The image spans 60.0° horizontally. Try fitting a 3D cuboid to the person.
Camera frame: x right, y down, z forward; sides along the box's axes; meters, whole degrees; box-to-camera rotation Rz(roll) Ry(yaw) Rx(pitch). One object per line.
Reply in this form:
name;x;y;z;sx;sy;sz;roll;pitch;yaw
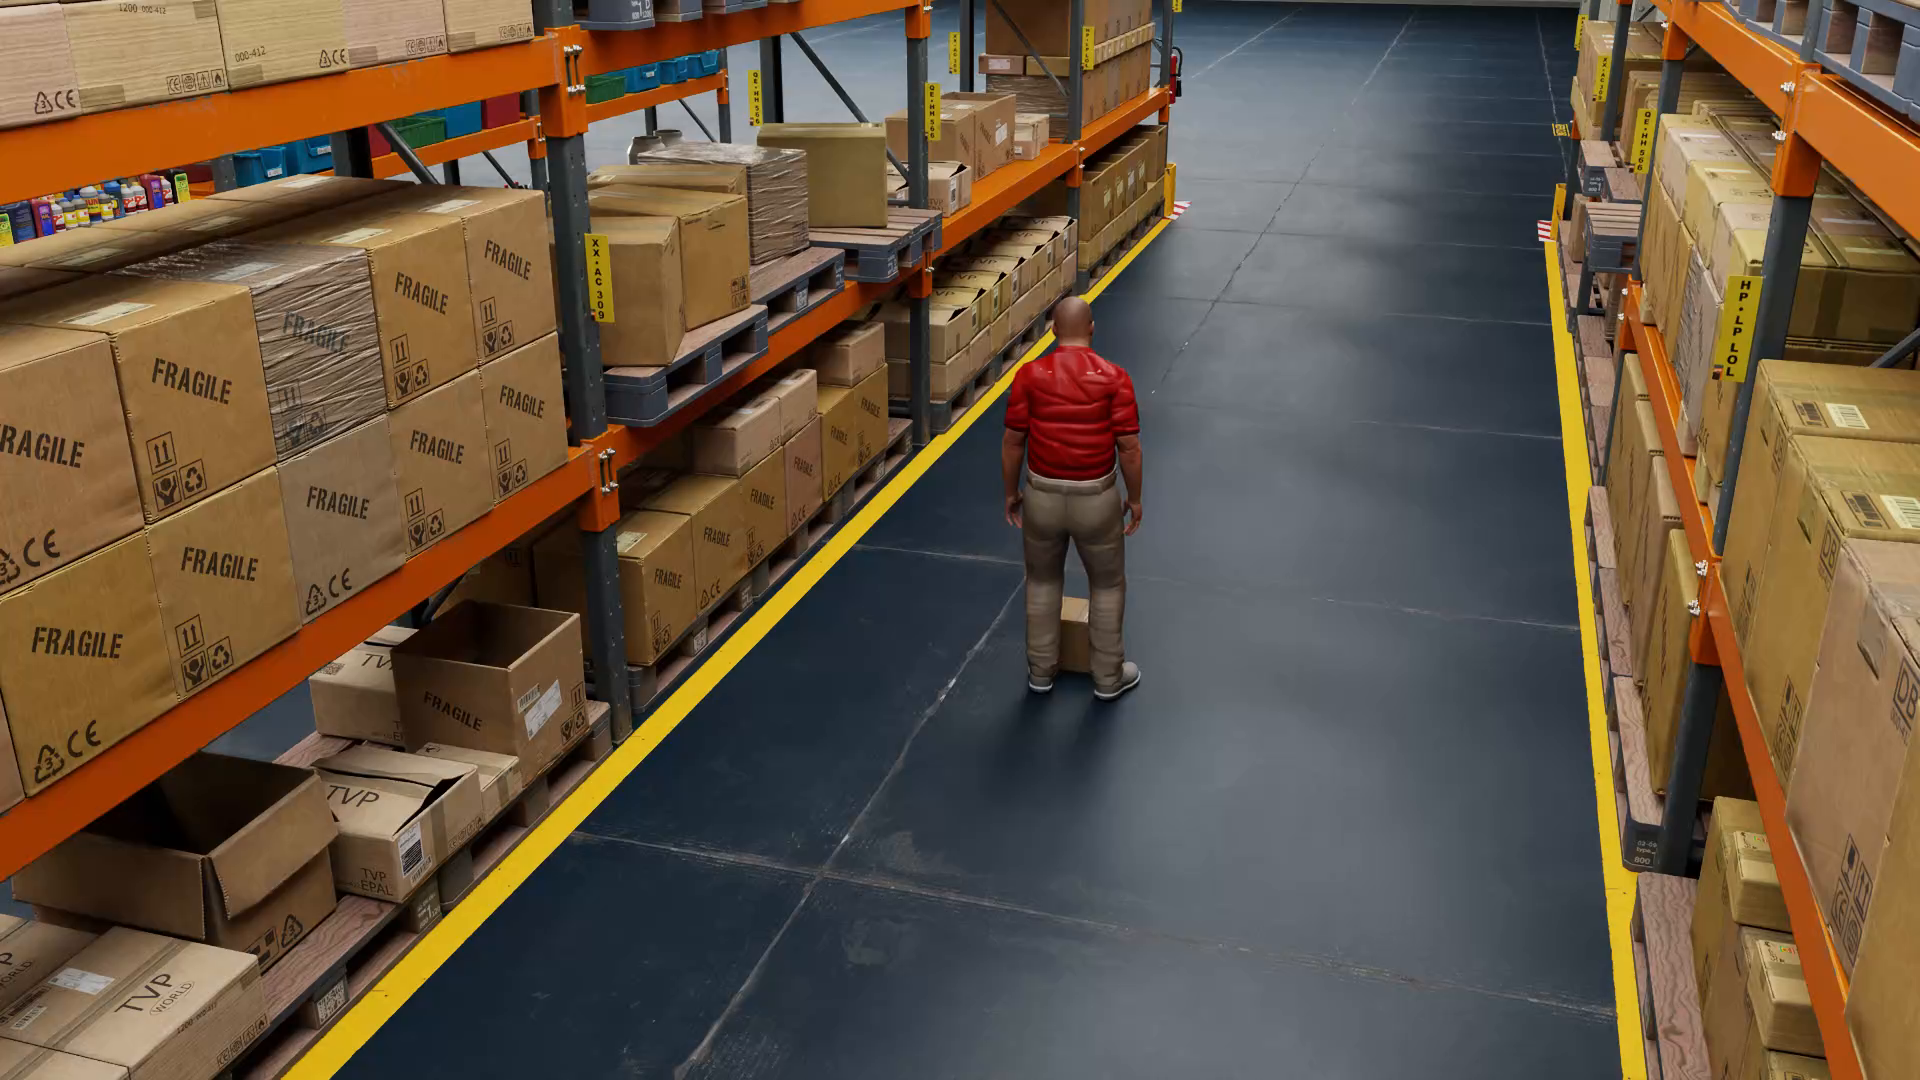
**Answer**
person;0.480;-0.164;7.016;0.605;1.726;0.393;5;22;12
